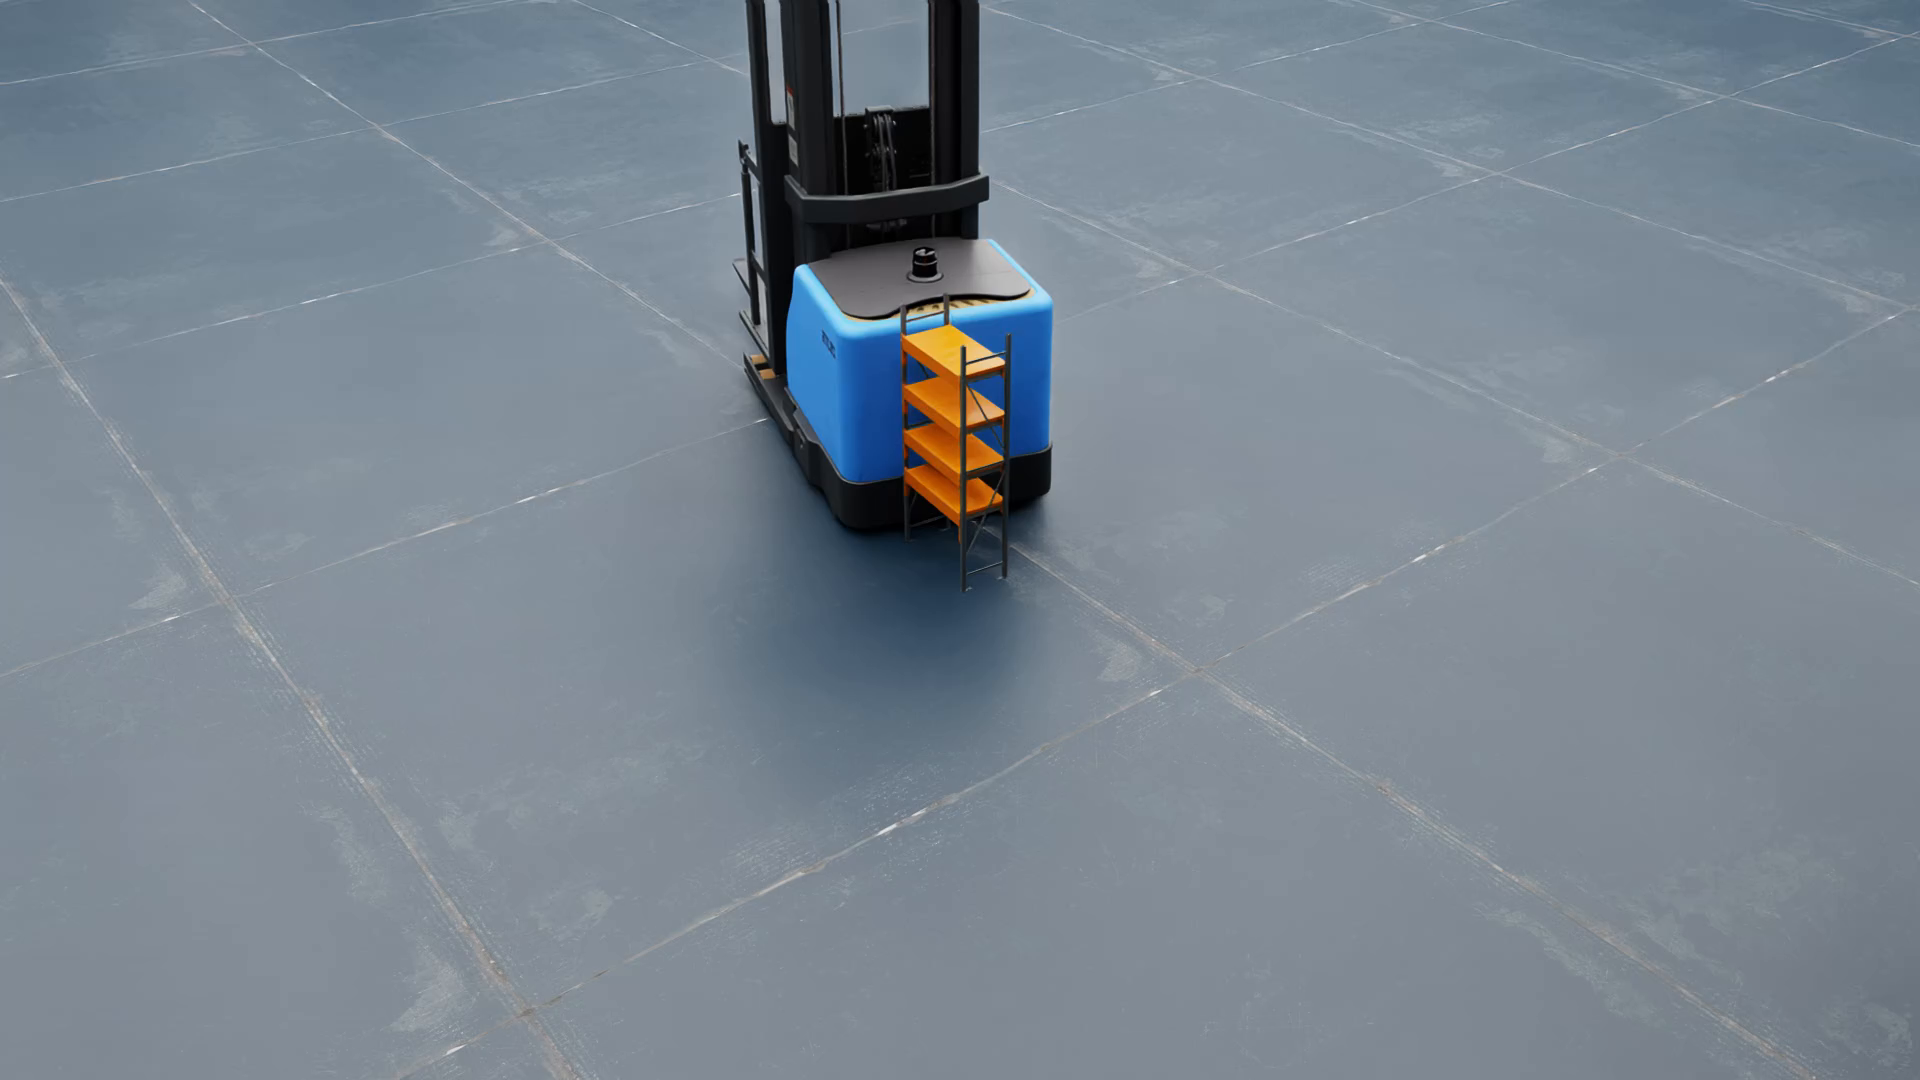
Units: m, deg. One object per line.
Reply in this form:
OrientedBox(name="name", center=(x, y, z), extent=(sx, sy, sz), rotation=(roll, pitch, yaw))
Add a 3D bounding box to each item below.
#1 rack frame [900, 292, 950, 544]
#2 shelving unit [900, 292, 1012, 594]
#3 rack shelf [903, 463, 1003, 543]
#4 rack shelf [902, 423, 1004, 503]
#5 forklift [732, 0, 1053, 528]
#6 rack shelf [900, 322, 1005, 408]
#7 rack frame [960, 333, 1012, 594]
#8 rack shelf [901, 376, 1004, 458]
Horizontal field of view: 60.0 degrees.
OrientedBox(name="rack frame", center=(-0.151, -0.527, 7.462), extent=(0.240, 1.200, 0.015), rotation=(-18, 36, -27))
OrientedBox(name="shelving unit", center=(-0.022, -0.418, 7.286), extent=(0.258, 1.200, 0.503), rotation=(-18, 36, -27))
OrientedBox(name="rack shelf", center=(-0.022, -0.192, 7.426), extent=(0.258, 0.148, 0.480), rotation=(-18, 36, -27))
OrientedBox(name="rack shelf", center=(-0.022, -0.361, 7.322), extent=(0.258, 0.148, 0.480), rotation=(-18, 36, -27))
OrientedBox(name="forklift", center=(-0.541, -2.066, 8.298), extent=(1.130, 2.935, 3.031), rotation=(-11, 33, -17))
OrientedBox(name="rack shelf", center=(-0.022, -0.752, 7.079), extent=(0.258, 0.148, 0.480), rotation=(-18, 36, -27))
OrientedBox(name="rack frame", center=(0.107, -0.309, 7.110), extent=(0.240, 1.200, 0.015), rotation=(-18, 36, -27))
OrientedBox(name="rack shelf", center=(-0.022, -0.551, 7.204), extent=(0.258, 0.148, 0.480), rotation=(-18, 36, -27))
